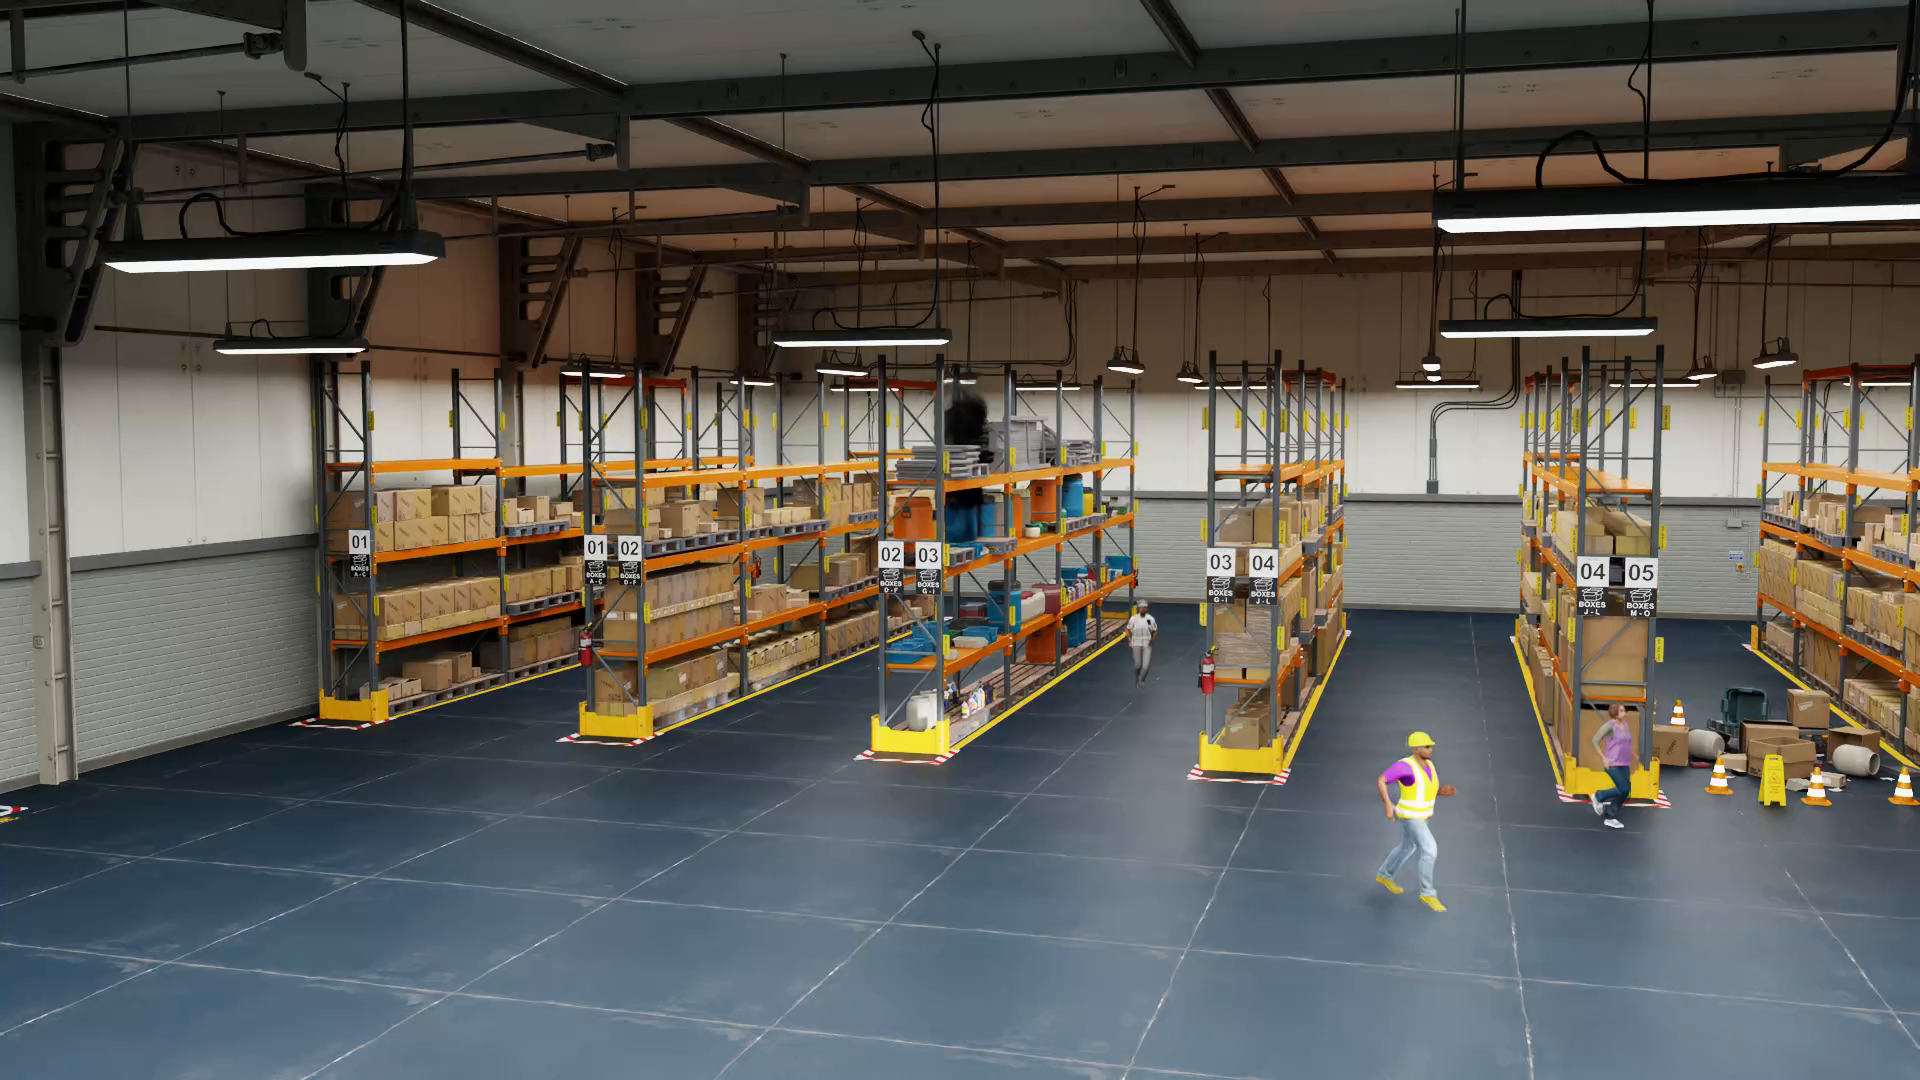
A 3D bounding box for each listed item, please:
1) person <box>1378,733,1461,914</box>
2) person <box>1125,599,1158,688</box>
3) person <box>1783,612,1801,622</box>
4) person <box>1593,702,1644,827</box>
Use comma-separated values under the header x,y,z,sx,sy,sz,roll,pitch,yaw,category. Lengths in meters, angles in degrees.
x,y,z,sx,sy,sz,roll,pitch,yaw,category
4.736,2.873,17.159,0.895,1.800,0.682,4,5,41,person
3.231,1.853,29.495,0.569,1.620,0.525,0,4,2,person
18.764,1.445,37.448,0.748,1.752,0.905,-3,5,-37,person
8.123,2.768,20.399,0.529,1.554,0.536,-2,5,-29,person
